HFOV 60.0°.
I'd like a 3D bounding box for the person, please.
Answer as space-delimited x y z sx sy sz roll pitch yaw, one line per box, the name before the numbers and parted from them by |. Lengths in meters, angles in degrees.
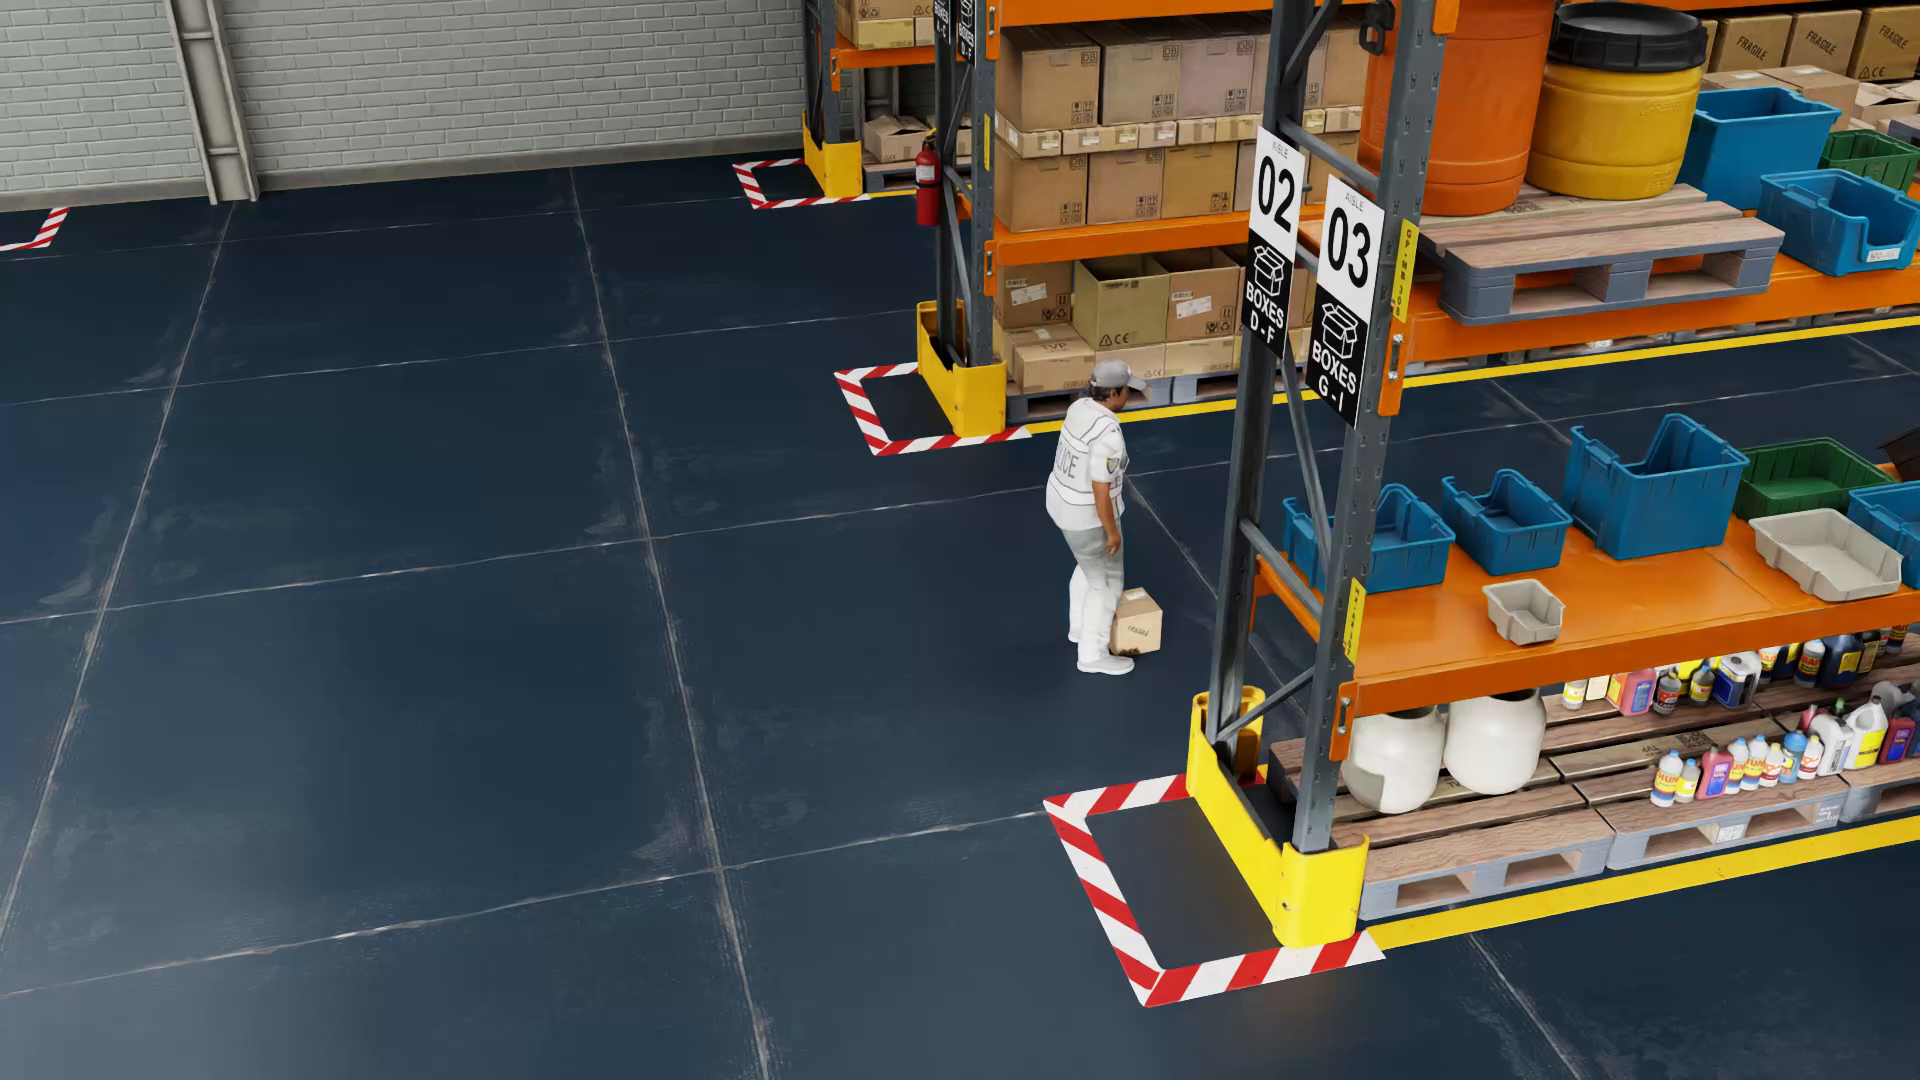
person | 0.694 -0.133 8.453 0.468 1.665 0.537 -8 31 -14
